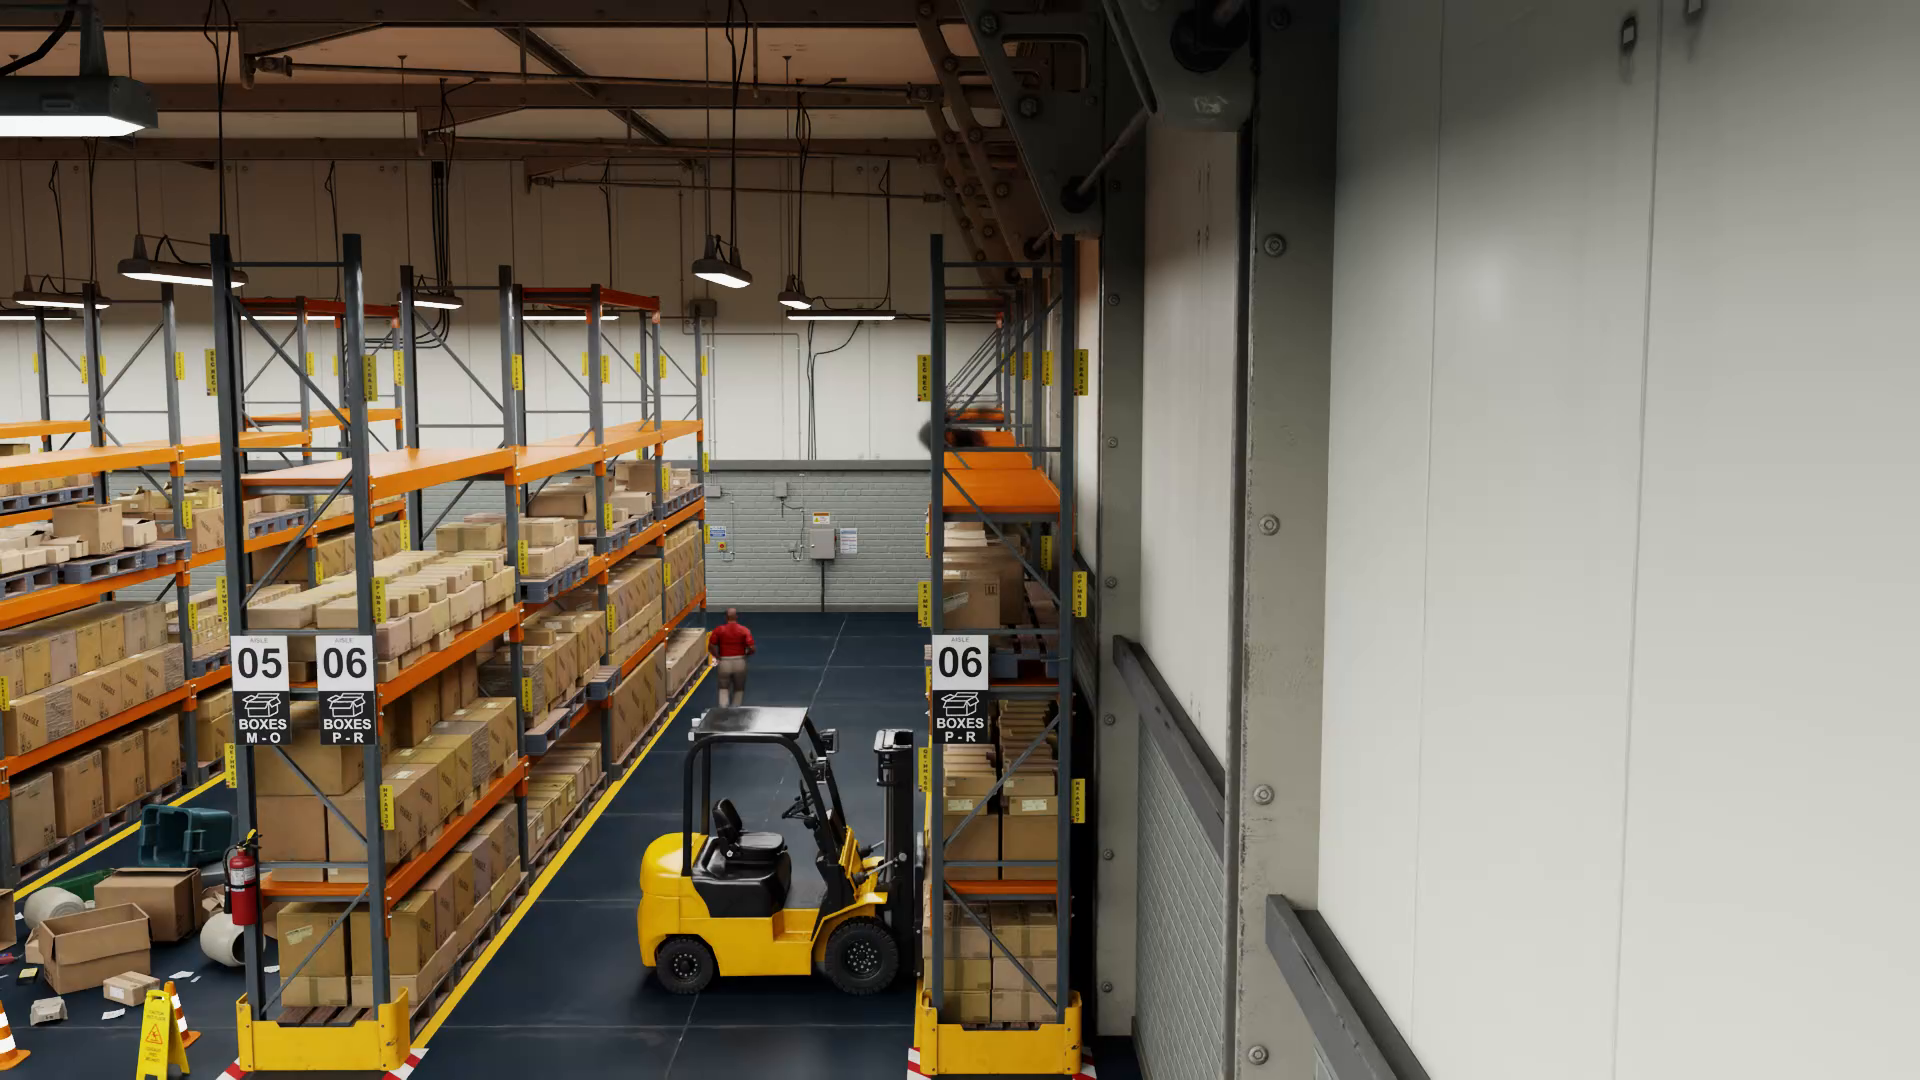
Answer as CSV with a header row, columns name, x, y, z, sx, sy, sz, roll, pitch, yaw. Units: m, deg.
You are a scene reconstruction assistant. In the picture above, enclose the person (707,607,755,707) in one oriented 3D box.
name,x,y,z,sx,sy,sz,roll,pitch,yaw
person,-3.186,1.769,23.243,0.659,1.667,0.622,-1,6,-5
